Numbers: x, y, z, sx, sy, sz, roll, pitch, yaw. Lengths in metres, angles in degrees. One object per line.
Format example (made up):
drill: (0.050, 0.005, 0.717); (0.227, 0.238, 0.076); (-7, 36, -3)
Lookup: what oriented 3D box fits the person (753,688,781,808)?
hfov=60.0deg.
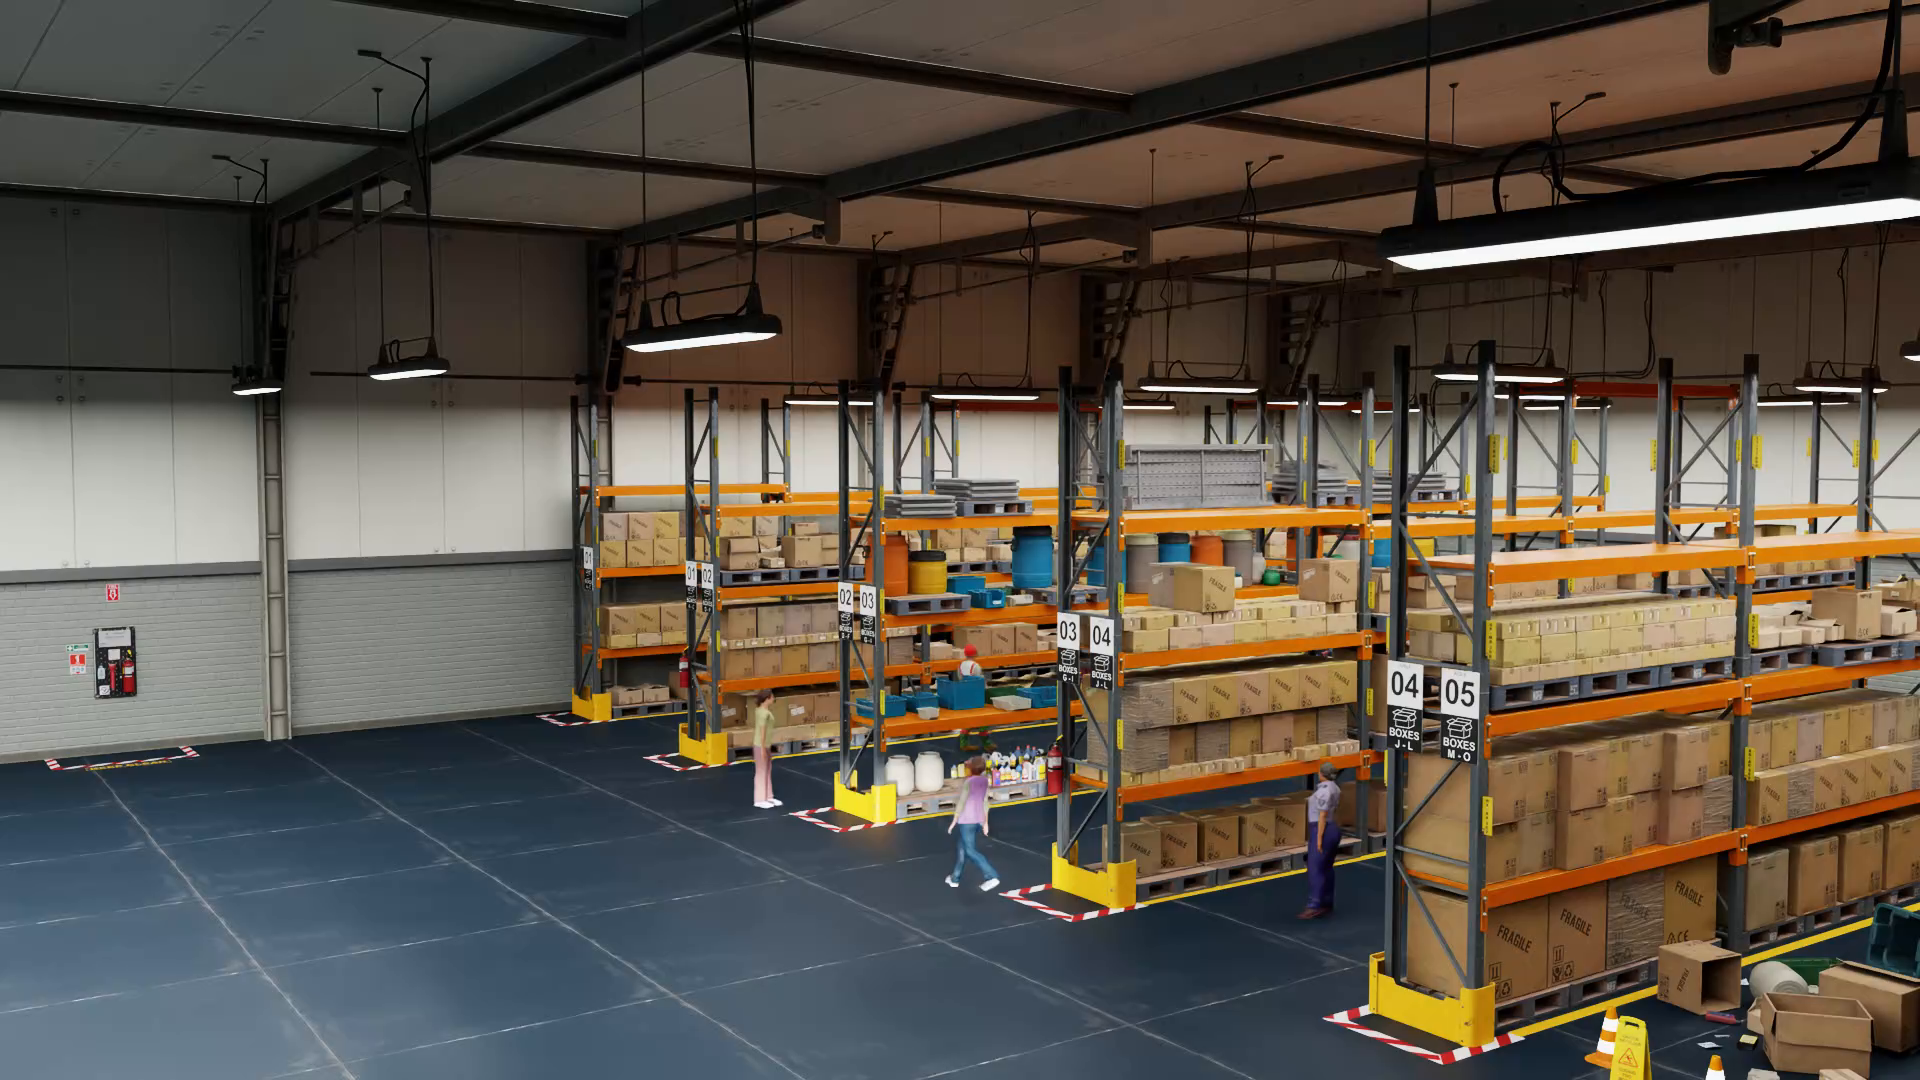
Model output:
person: (-2.715, 2.922, 23.393); (0.392, 1.690, 0.473); (0, 3, -7)

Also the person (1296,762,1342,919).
person: (3.924, 3.272, 18.127); (0.403, 1.672, 0.598); (2, 4, 24)

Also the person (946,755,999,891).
person: (0.139, 3.236, 19.023); (0.881, 1.550, 0.452); (3, 4, 37)

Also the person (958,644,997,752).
person: (0.313, 2.614, 27.635); (0.634, 1.782, 0.527); (-1, 4, -23)
